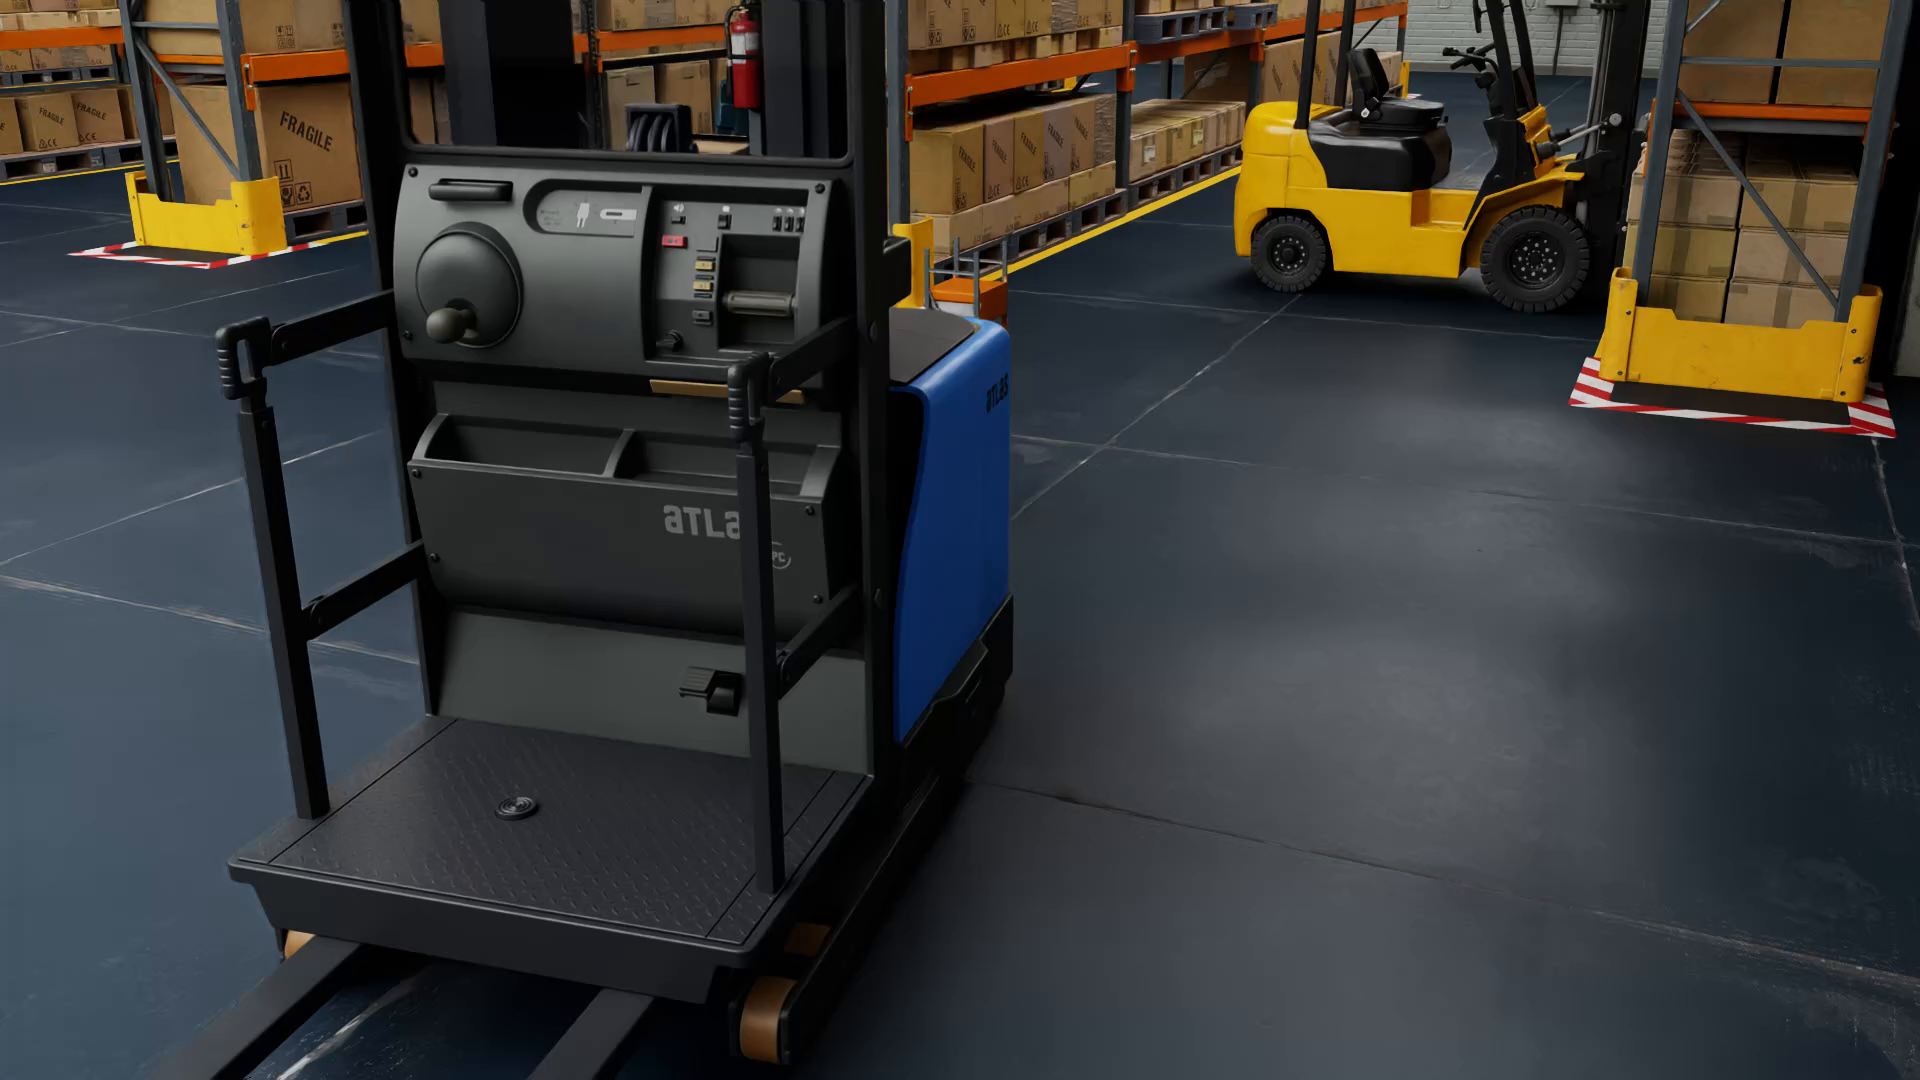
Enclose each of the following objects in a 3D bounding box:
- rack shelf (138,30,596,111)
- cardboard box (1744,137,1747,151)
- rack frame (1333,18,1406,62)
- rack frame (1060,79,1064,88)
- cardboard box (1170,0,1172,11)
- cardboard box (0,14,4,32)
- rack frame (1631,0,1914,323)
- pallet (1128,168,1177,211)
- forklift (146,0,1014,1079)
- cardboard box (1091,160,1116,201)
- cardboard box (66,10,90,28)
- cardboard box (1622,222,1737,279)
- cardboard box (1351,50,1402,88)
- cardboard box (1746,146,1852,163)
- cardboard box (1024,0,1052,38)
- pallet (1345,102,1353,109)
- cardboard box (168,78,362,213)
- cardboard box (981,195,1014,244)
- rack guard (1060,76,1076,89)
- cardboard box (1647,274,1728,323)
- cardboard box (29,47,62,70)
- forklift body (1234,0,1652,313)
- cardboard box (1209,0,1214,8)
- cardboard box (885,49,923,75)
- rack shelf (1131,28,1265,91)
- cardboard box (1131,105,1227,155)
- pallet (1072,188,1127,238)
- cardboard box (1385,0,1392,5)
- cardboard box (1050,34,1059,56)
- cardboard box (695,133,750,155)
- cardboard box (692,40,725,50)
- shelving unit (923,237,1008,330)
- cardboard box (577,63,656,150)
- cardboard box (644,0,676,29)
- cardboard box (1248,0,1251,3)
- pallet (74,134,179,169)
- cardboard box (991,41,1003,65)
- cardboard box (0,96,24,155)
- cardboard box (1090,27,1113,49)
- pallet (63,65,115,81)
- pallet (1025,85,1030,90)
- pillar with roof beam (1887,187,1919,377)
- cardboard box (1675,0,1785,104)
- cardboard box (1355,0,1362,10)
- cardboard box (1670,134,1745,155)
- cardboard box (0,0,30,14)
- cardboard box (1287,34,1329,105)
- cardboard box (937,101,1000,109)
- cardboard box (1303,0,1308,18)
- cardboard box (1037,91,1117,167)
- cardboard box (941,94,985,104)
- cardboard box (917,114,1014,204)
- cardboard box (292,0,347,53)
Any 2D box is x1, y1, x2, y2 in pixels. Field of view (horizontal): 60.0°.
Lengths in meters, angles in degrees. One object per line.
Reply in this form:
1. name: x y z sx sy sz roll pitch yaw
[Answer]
1. rack shelf: -4.509 -3.787 13.216 1.077 0.370 4.000 9 21 23
2. cardboard box: 5.372 -2.606 10.805 0.500 0.250 0.500 9 21 24
3. rack frame: 5.781 -7.758 23.306 1.000 3.000 0.127 9 21 23
4. rack frame: 1.224 -8.406 25.129 1.000 3.000 0.127 9 21 23
5. cardboard box: 1.538 -4.467 13.801 0.380 0.149 0.250 10 22 26
6. cardboard box: -8.775 -4.608 14.824 0.380 0.149 0.250 9 21 23
7. rack frame: 3.759 -2.187 7.641 1.000 3.000 0.127 9 21 23
8. pallet: 1.185 -3.014 14.128 1.003 0.211 1.213 9 21 23
9. forklift: -0.753 -0.531 3.086 1.130 2.935 3.031 6 20 15
10. cardboard box: 0.870 -2.774 12.770 0.500 0.250 0.500 10 22 25
11. cardboard box: -8.485 -4.931 15.734 0.380 0.149 0.250 9 21 23
12. cardboard box: 3.673 -1.516 8.487 0.500 0.250 0.500 8 21 22
13. cardboard box: 5.602 -6.533 23.059 0.875 0.438 0.875 8 21 21
14. cardboard box: 4.545 -1.986 9.061 0.500 0.250 0.500 8 21 22
15. cardboard box: 0.294 -3.632 11.112 0.500 0.500 0.500 8 21 22
16. pallet: 4.526 -5.443 20.959 1.003 0.211 1.213 9 21 23
17. cardboard box: -5.111 -2.928 12.270 0.875 0.875 0.875 9 21 23
18. cardboard box: 0.028 -2.133 10.966 0.500 0.250 0.500 9 22 25
19. rack guard: 1.193 -7.205 25.483 1.175 0.500 0.348 9 21 23
20. cardboard box: 3.664 -1.276 8.557 0.500 0.250 0.500 9 21 23
21. cardboard box: -14.496 -7.636 26.037 0.500 0.500 0.500 8 21 21
22. forklift body: 2.871 -2.617 10.117 2.313 2.155 1.214 9 21 23
23. cardboard box: 2.024 -4.775 14.666 0.380 0.149 0.250 8 21 21
24. cardboard box: -0.443 -2.824 9.807 0.380 0.149 0.250 9 21 23
25. rack shelf: 1.686 -4.362 14.831 1.077 0.370 4.000 9 21 23
26. cardboard box: 1.970 -3.874 15.680 0.950 0.372 0.625 8 21 22
27. pallet: 0.625 -2.566 12.868 1.003 0.211 1.213 9 21 23
28. cardboard box: 5.404 -7.311 21.901 0.500 0.500 0.500 9 22 24
29. cardboard box: 0.469 -3.446 11.557 0.380 0.149 0.250 8 21 22
30. cardboard box: -1.986 -2.926 13.242 0.797 0.637 0.503 9 21 23
31. cardboard box: -4.186 -7.558 25.287 0.875 0.875 0.875 9 21 23
32. shelving unit: 0.022 -0.511 5.839 0.215 1.050 0.252 9 21 23
33. cardboard box: -3.518 -4.078 15.689 1.050 0.750 0.750 8 21 22
34. cardboard box: -3.023 -5.063 15.580 0.500 0.500 0.500 9 21 23
35. cardboard box: 2.542 -5.167 15.770 0.380 0.149 0.250 9 21 24
36. pallet: -8.416 -3.925 16.691 1.003 0.211 1.213 9 21 23
37. cardboard box: 0.052 -3.128 10.662 0.380 0.149 0.250 9 22 24
38. cardboard box: -9.053 -3.811 15.313 0.500 0.500 0.500 11 22 28
39. cardboard box: 0.918 -3.754 12.422 0.380 0.149 0.250 9 22 24
40. pallet: -14.232 -7.687 27.270 1.003 0.211 1.213 9 21 23
41. pallet: 0.327 -6.454 23.801 1.003 0.211 1.213 9 21 23
42. pillar with roof beam: 0.939 -5.693 8.548 9.100 9.000 0.400 9 21 23
43. cardboard box: 3.721 -2.420 8.149 0.500 0.500 0.500 8 21 21
44. cardboard box: 4.574 -6.690 20.153 0.500 0.500 0.500 9 22 24
45. cardboard box: 4.279 -2.210 9.692 0.500 0.250 0.500 8 21 22
46. cardboard box: -9.006 -5.046 15.087 0.875 0.500 0.500 9 21 23
47. cardboard box: 3.600 -5.254 18.810 0.875 0.875 0.875 9 22 24
48. cardboard box: -0.043 -2.878 11.943 0.500 0.500 0.500 10 22 26
49. cardboard box: 3.548 -5.827 18.101 0.500 0.250 0.500 9 21 23
50. cardboard box: 0.870 -3.127 12.644 0.500 0.500 0.500 8 21 22
51. cardboard box: -0.043 -3.237 11.985 0.380 0.149 0.250 10 22 26
52. cardboard box: 0.031 -2.499 10.876 0.500 0.500 0.500 8 21 21
53. cardboard box: -5.012 -3.876 12.168 0.875 0.550 0.550 9 21 23
